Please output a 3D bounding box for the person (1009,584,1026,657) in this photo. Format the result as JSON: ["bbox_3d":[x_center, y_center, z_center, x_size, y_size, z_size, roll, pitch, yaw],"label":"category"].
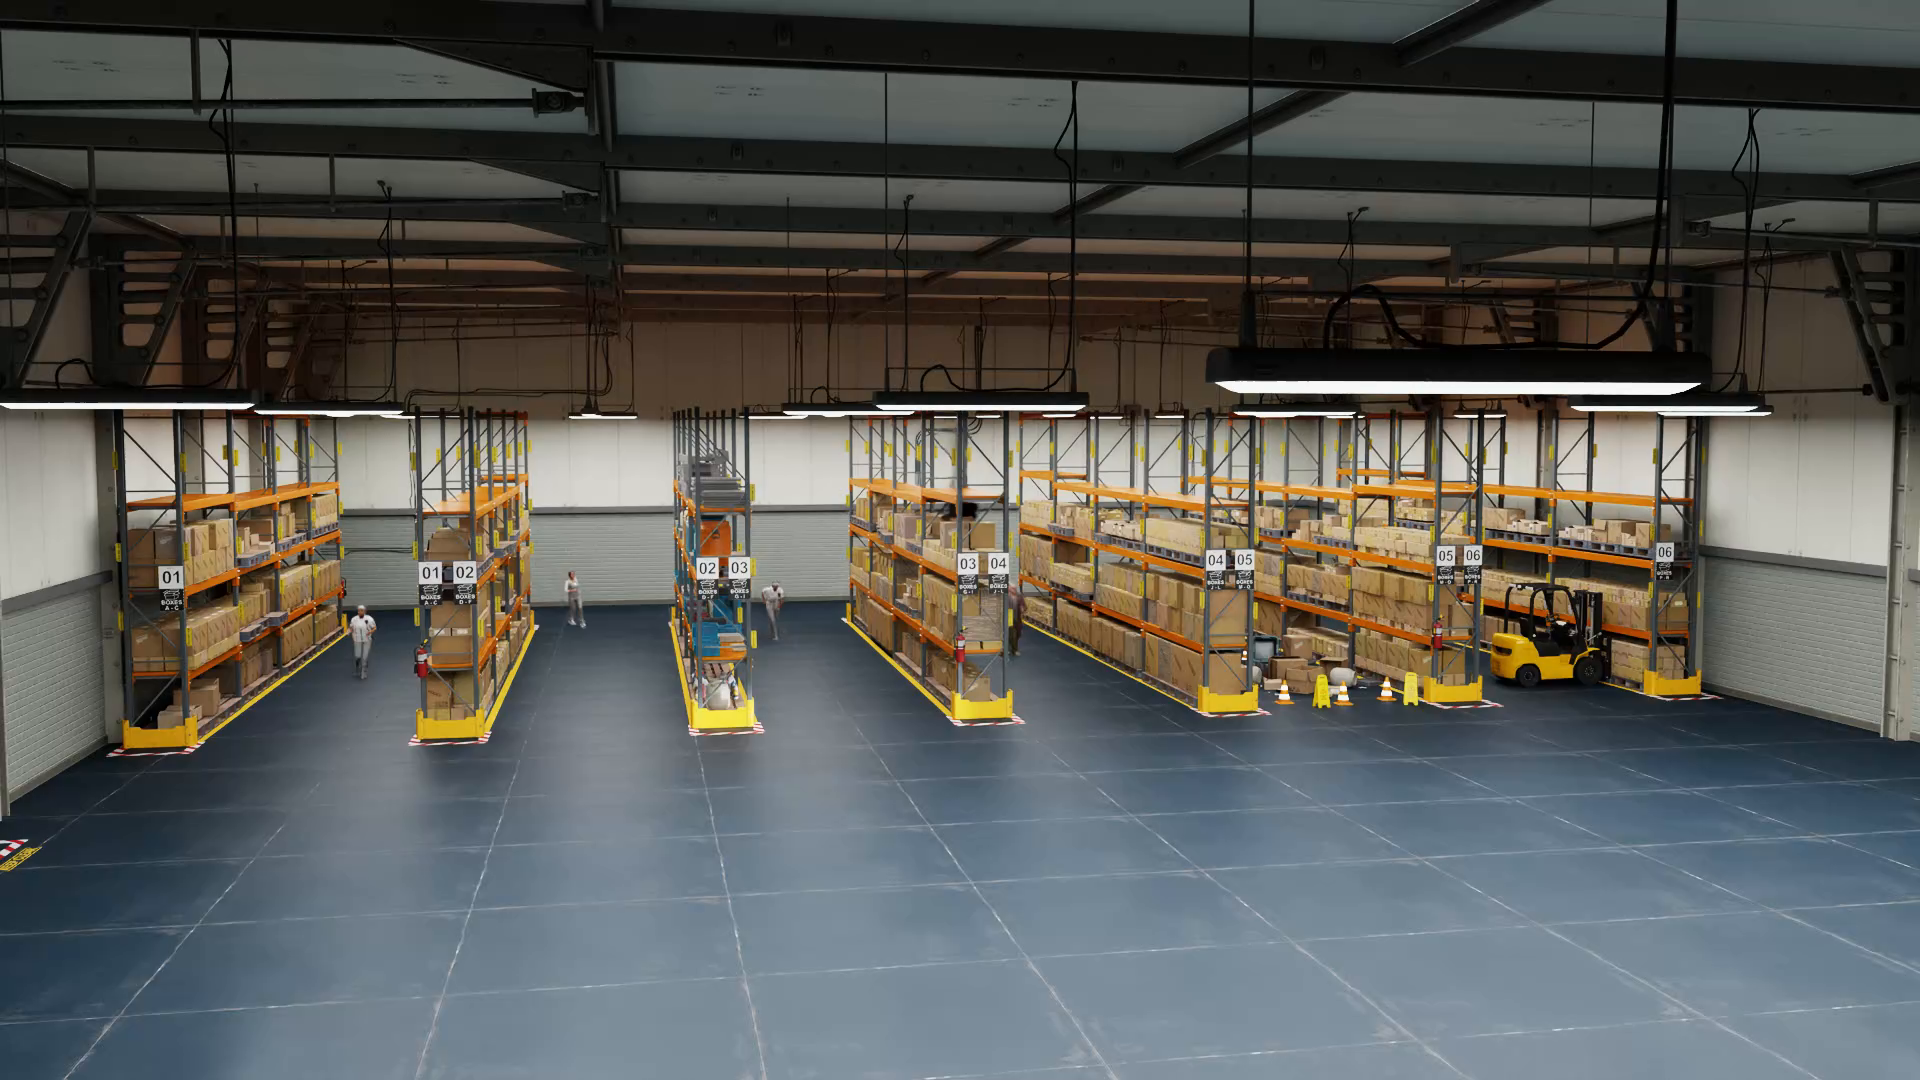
[{"bbox_3d":[1.279,1.947,40.695,0.708,1.750,0.884,-2,4,-21],"label":"person"}]

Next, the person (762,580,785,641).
[{"bbox_3d":[-4.936,1.836,43.882,0.611,1.627,0.986,-1,4,-13],"label":"person"}]

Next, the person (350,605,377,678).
[{"bbox_3d":[-13.313,2.268,37.066,0.582,1.633,0.583,-1,4,-15],"label":"person"}]

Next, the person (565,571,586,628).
[{"bbox_3d":[-10.737,1.637,46.090,0.528,1.566,0.845,-3,5,-40],"label":"person"}]
